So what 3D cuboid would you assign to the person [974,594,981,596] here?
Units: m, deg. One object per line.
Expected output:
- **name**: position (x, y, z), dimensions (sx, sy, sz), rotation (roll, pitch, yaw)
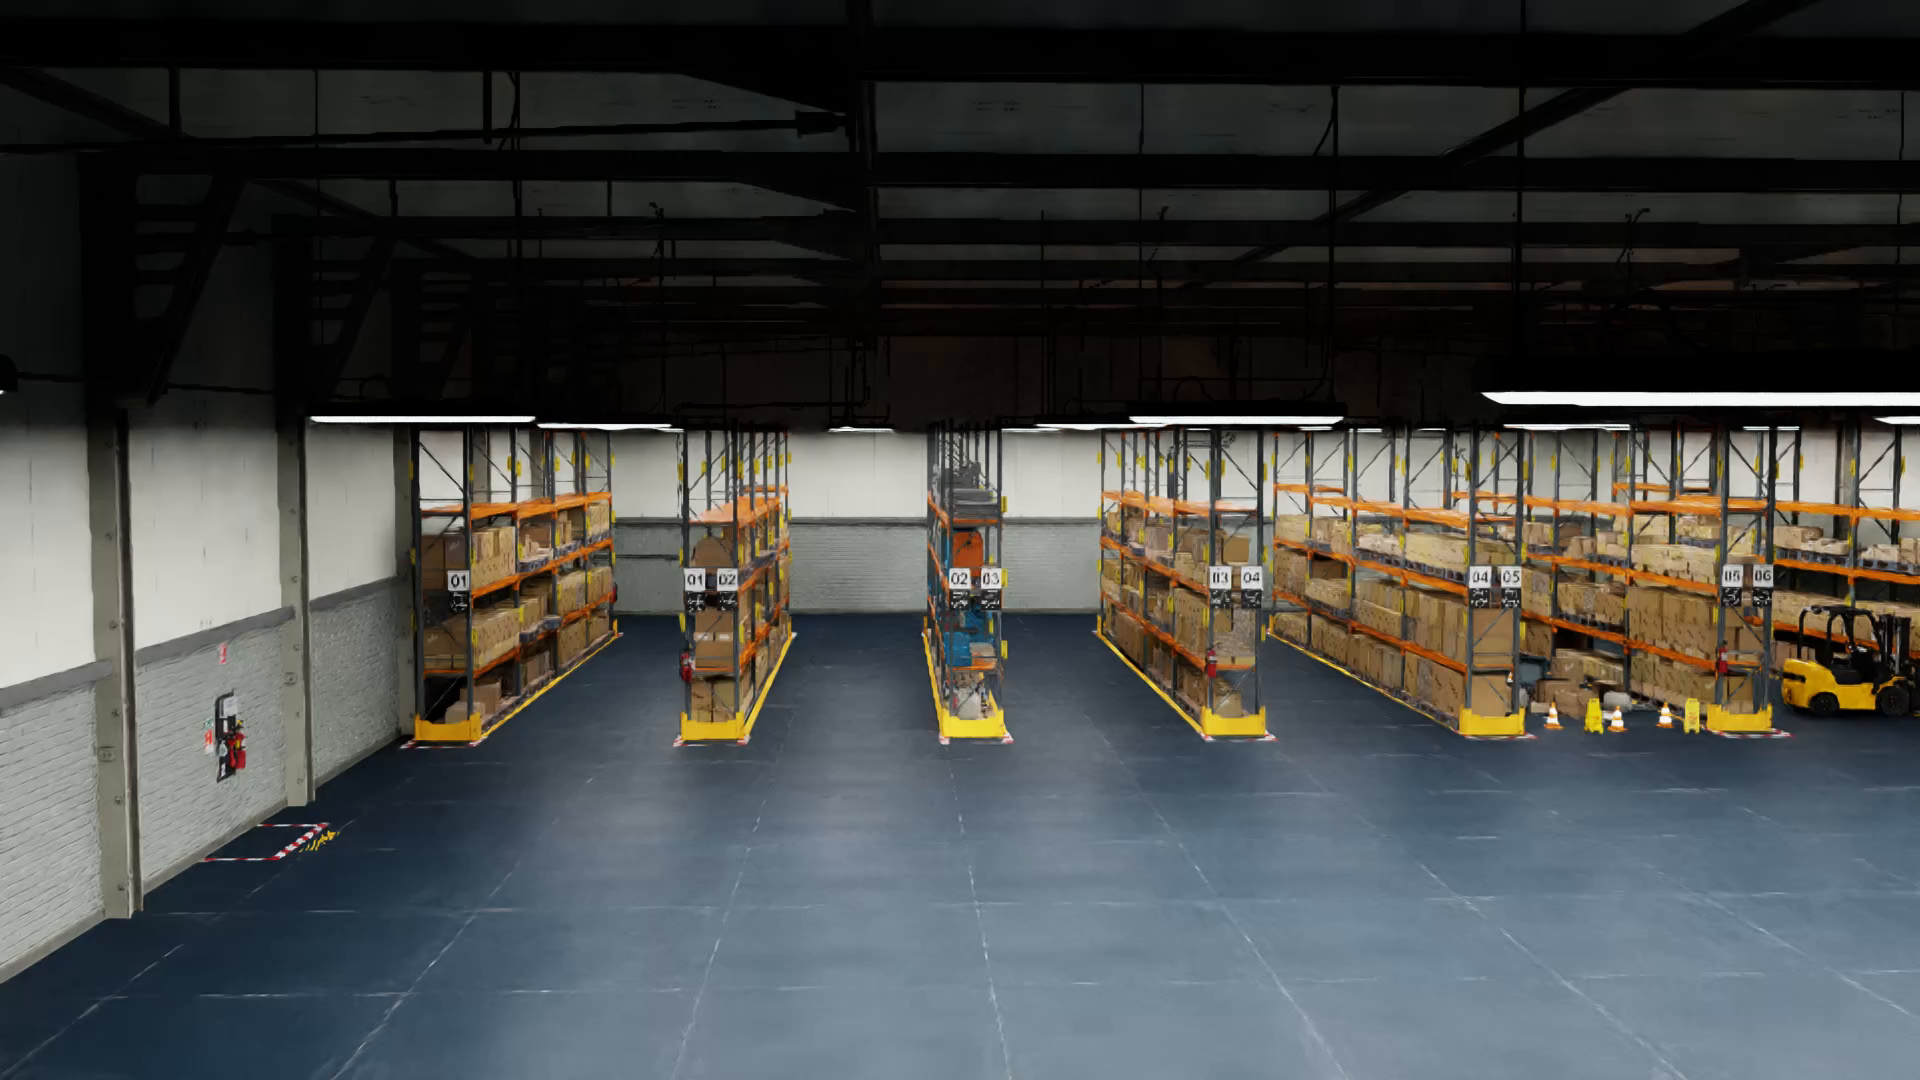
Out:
- **person**: position (0.531, 1.522, 51.919), dimensions (0.520, 1.764, 0.727), rotation (4, 5, 44)
